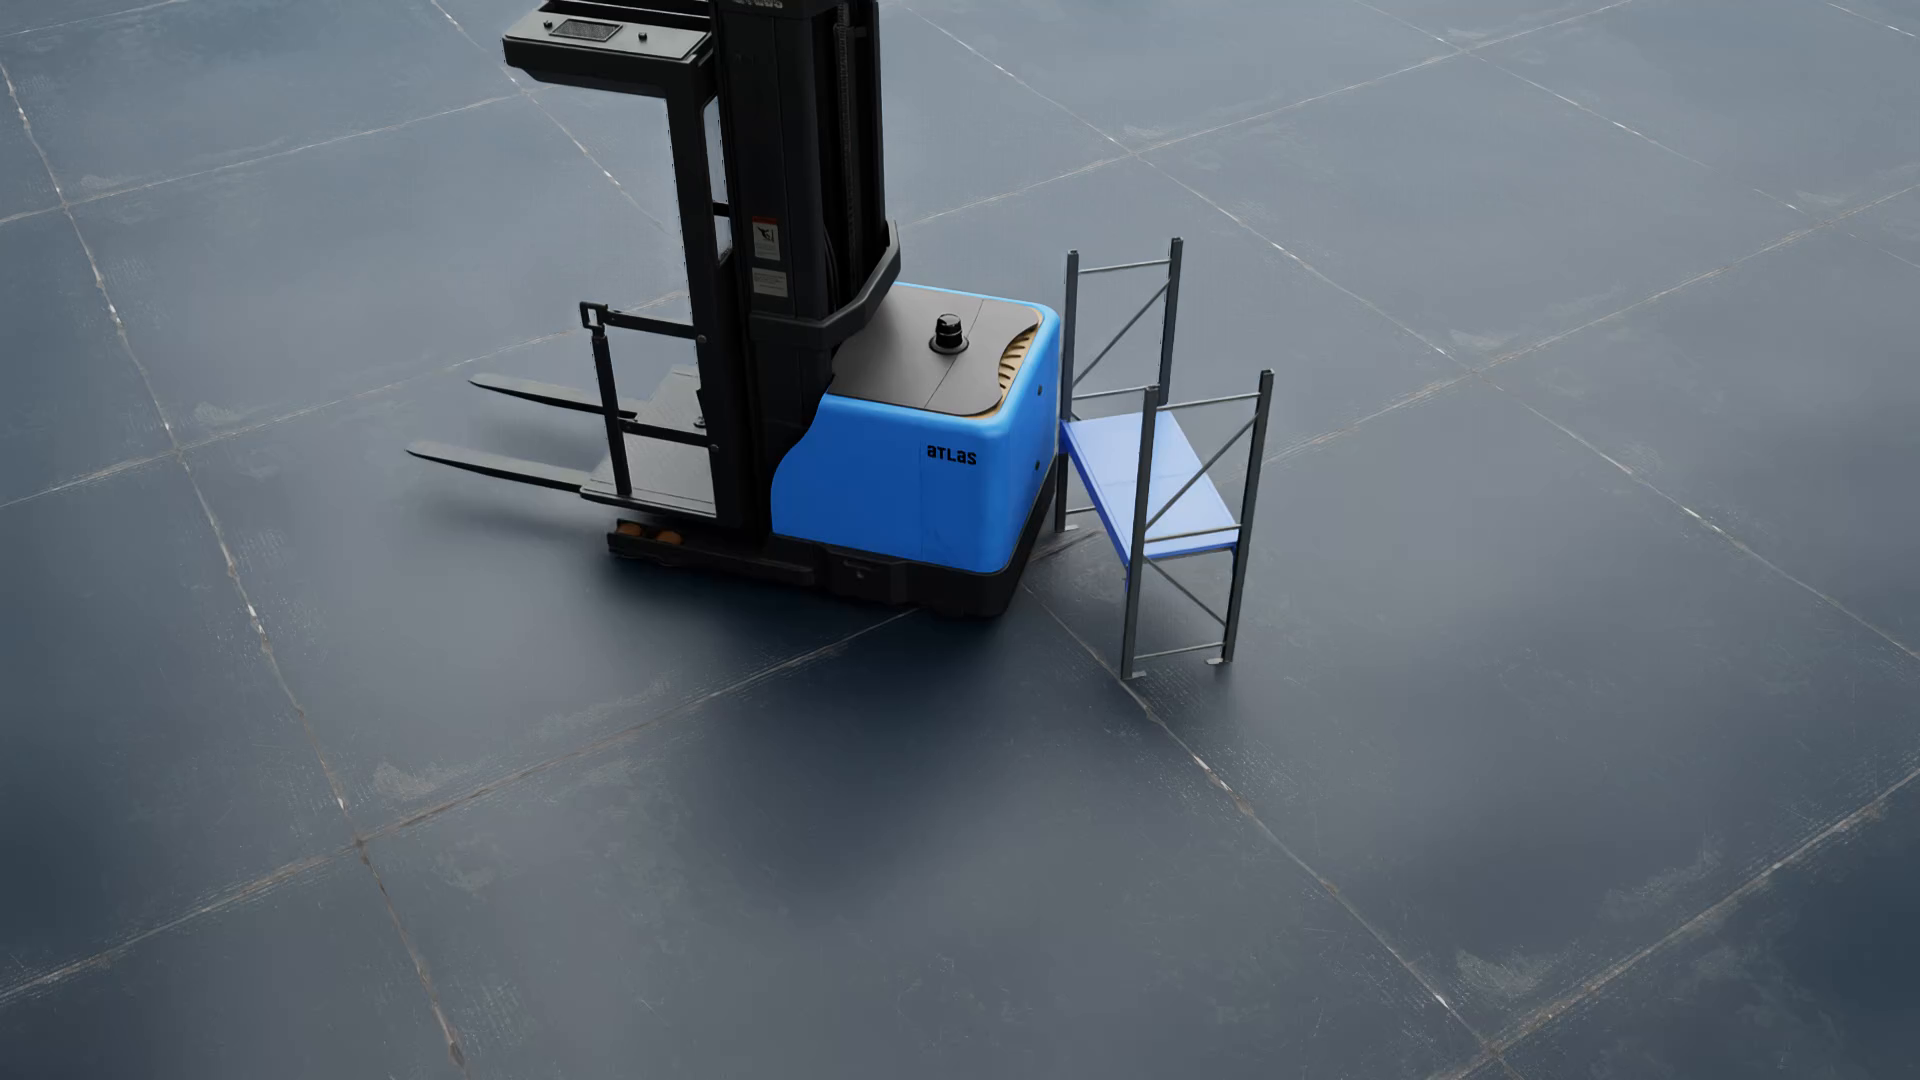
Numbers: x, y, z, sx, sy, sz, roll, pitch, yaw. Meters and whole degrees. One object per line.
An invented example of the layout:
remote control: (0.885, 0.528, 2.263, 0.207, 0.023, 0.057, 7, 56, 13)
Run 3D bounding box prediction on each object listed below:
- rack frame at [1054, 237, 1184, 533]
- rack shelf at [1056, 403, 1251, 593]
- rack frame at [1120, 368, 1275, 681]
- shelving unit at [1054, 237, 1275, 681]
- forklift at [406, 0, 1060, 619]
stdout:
rack frame: (0.692, -0.654, 7.424, 0.500, 1.500, 0.032, -9, 41, -10)
rack shelf: (0.812, -0.200, 7.159, 0.538, 0.185, 1.000, -9, 41, -10)
rack frame: (0.931, -0.021, 6.665, 0.500, 1.500, 0.032, -9, 41, -10)
shelving unit: (0.812, -0.338, 7.044, 0.538, 1.500, 1.048, -9, 41, -10)
forklift: (-1.117, -1.315, 7.099, 3.031, 2.935, 1.130, 11, 41, 13)
